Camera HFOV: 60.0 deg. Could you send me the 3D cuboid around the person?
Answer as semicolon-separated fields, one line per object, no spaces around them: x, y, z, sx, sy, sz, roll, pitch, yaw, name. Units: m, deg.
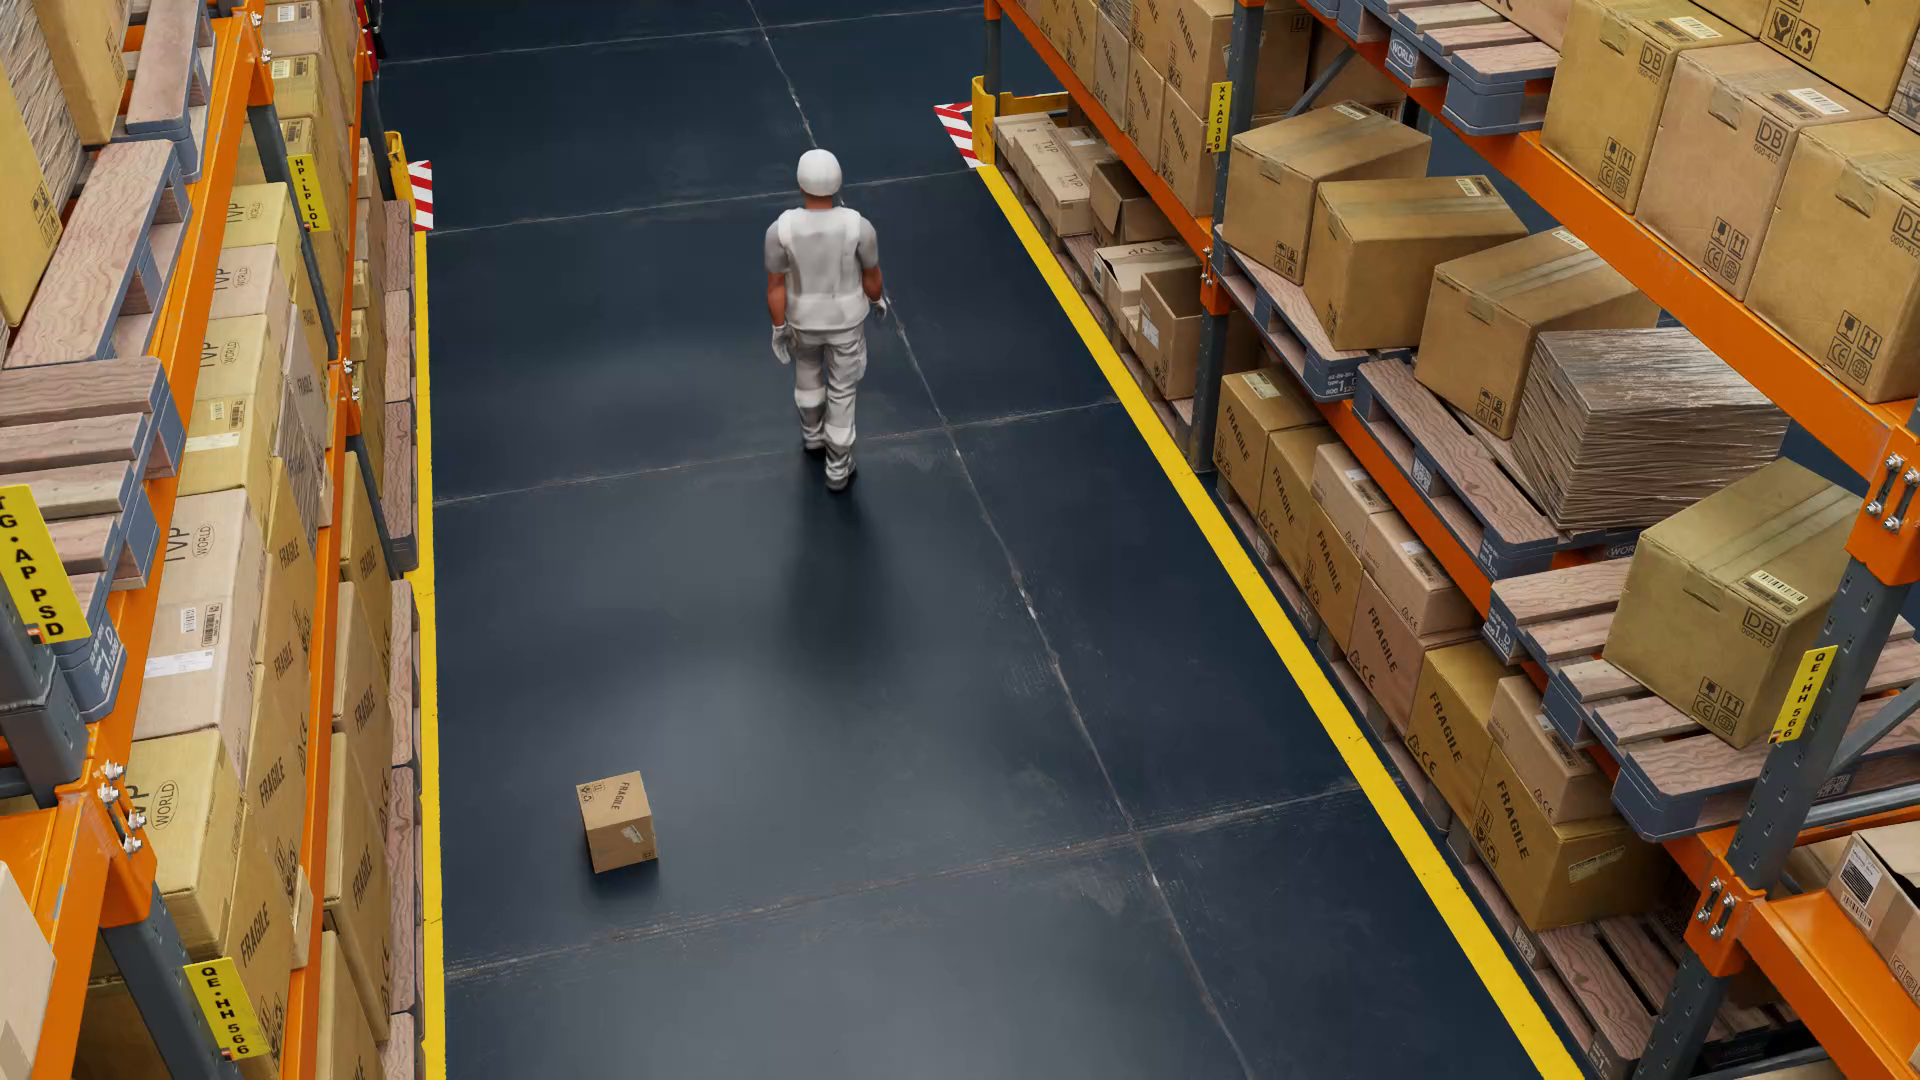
-0.634;-1.075;8.090;0.538;1.841;0.528;2;38;3;person
